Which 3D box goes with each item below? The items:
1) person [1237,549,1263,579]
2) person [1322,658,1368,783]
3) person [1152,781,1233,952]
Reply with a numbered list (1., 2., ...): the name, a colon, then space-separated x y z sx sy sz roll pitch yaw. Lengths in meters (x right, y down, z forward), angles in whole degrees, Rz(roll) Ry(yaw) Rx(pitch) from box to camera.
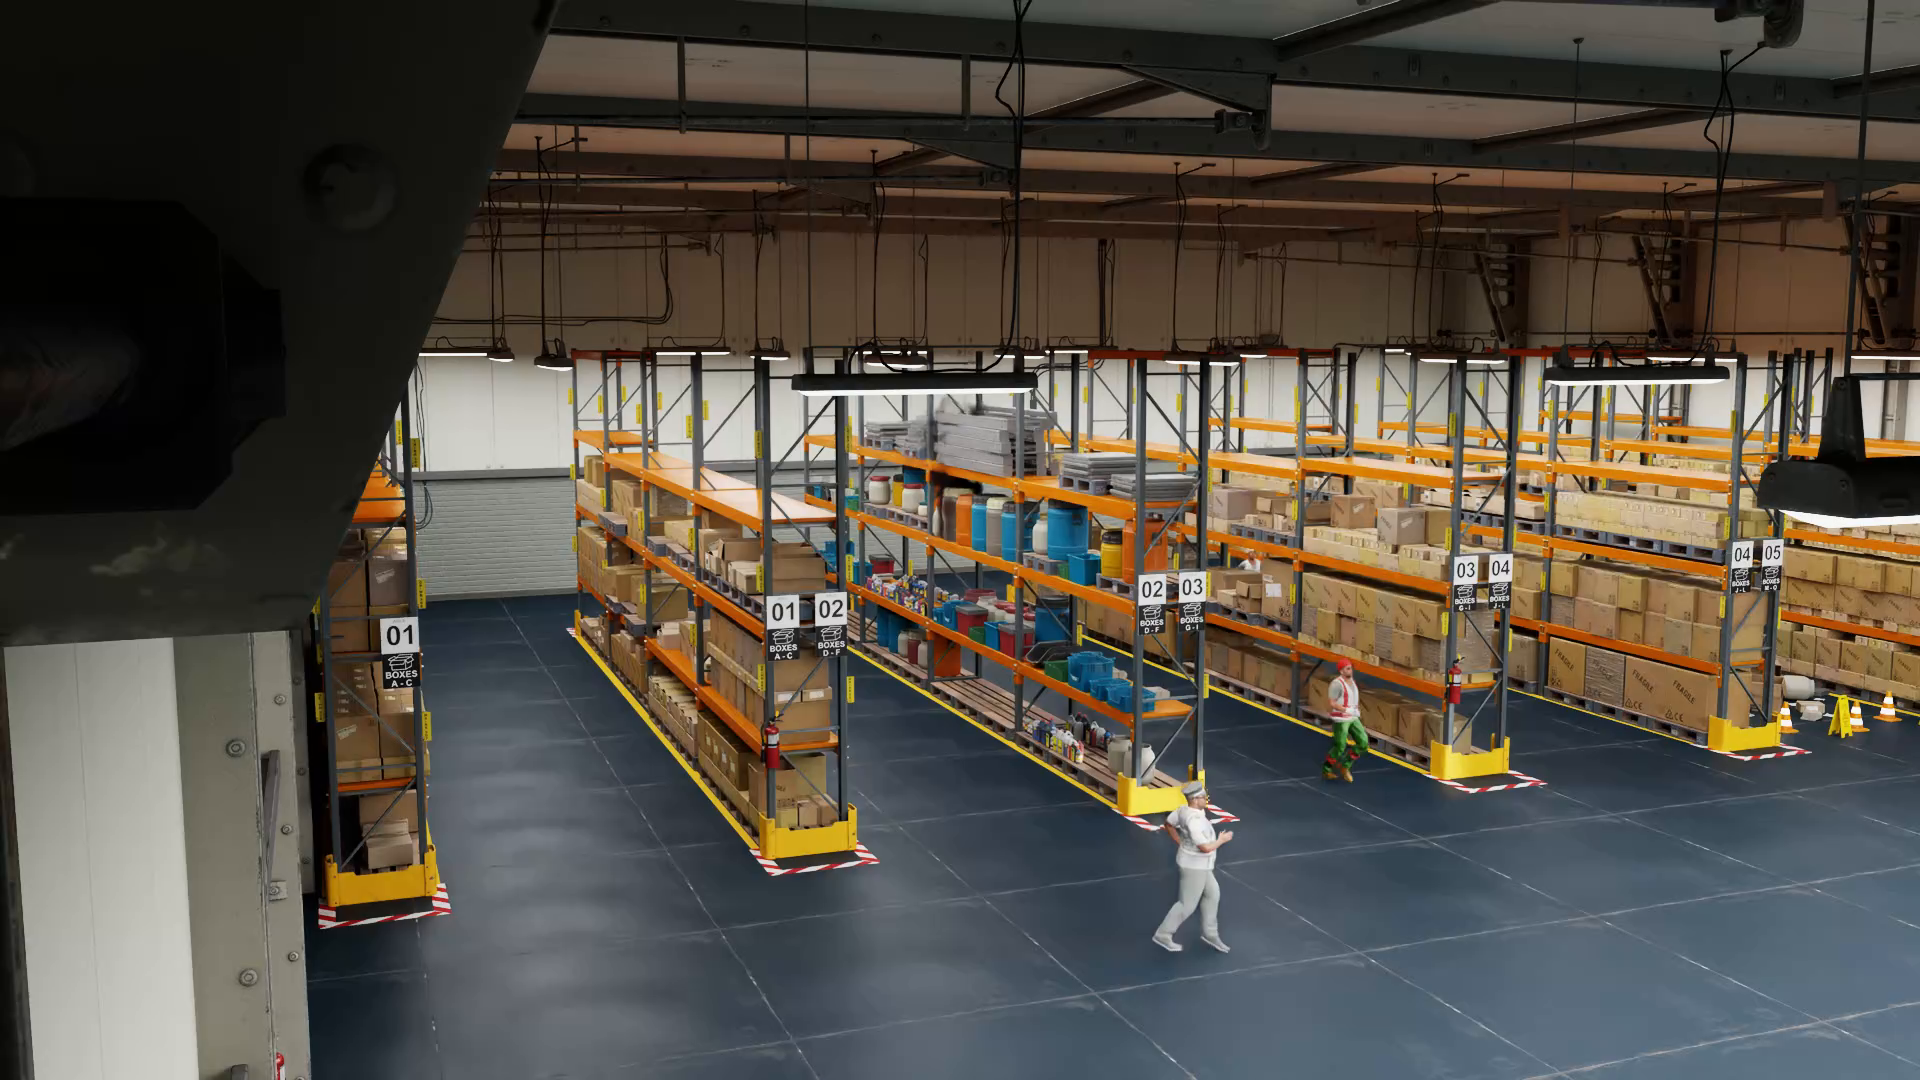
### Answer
1. person: 6.272 1.022 35.781 0.651 1.760 0.690 -2 7 -16
2. person: 5.458 2.546 23.474 0.665 1.768 0.656 -6 9 -38
3. person: 2.370 3.351 16.938 0.824 1.840 0.640 0 7 1
